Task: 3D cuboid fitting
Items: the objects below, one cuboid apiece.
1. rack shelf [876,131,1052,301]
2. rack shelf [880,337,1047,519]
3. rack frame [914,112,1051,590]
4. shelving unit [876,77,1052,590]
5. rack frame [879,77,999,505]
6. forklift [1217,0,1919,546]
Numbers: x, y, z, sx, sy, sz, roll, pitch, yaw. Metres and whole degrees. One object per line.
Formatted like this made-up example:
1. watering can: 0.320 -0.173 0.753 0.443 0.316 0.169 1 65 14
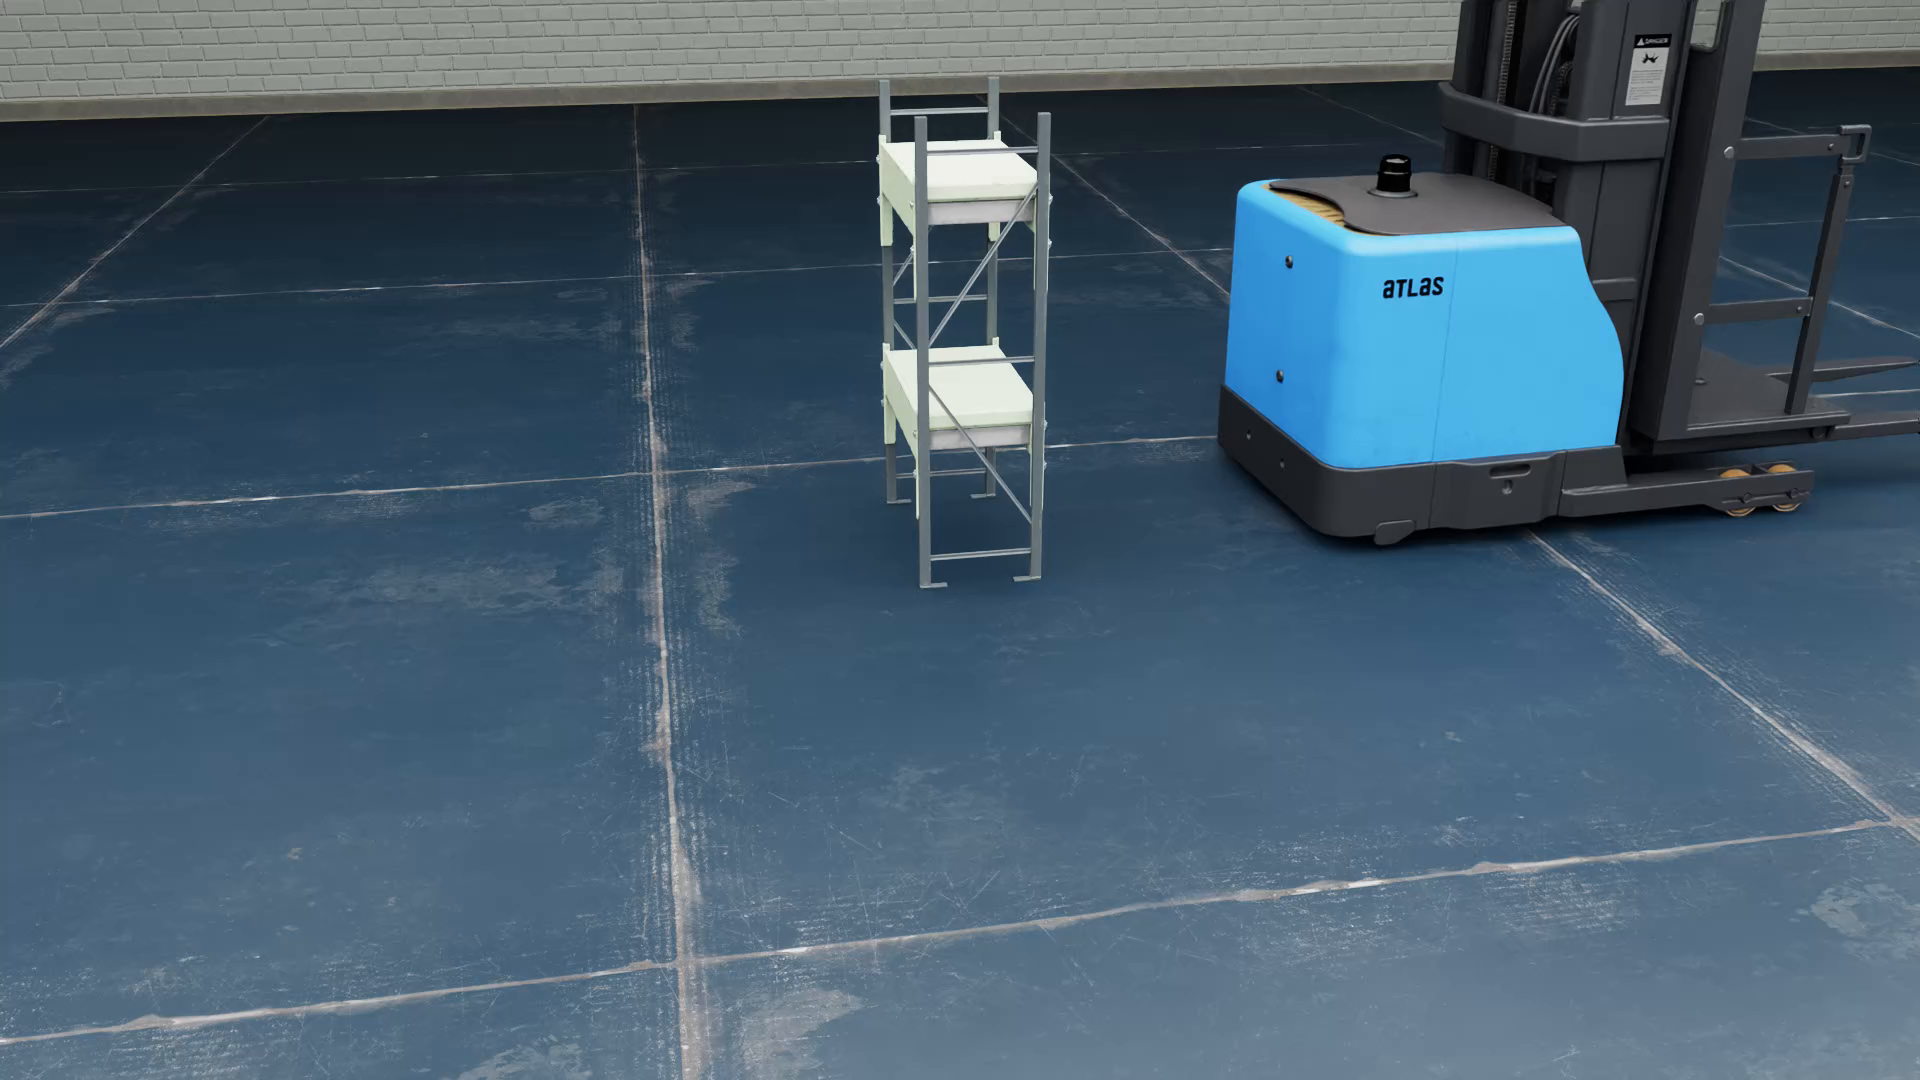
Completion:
1. rack shelf: -0.001 -1.048 5.300 0.431 0.370 0.720 -4 24 -10
2. rack shelf: -0.001 -0.391 5.586 0.431 0.370 0.720 -4 24 -10
3. rack frame: 0.066 -0.546 5.126 0.400 1.500 0.023 -4 24 -10
4. shelving unit: -0.001 -0.690 5.456 0.431 1.500 0.755 -4 24 -10
5. rack frame: -0.069 -0.834 5.785 0.400 1.500 0.023 -4 24 -10
6. forklift: 2.569 -1.626 5.810 3.031 2.935 1.130 -6 24 -13
